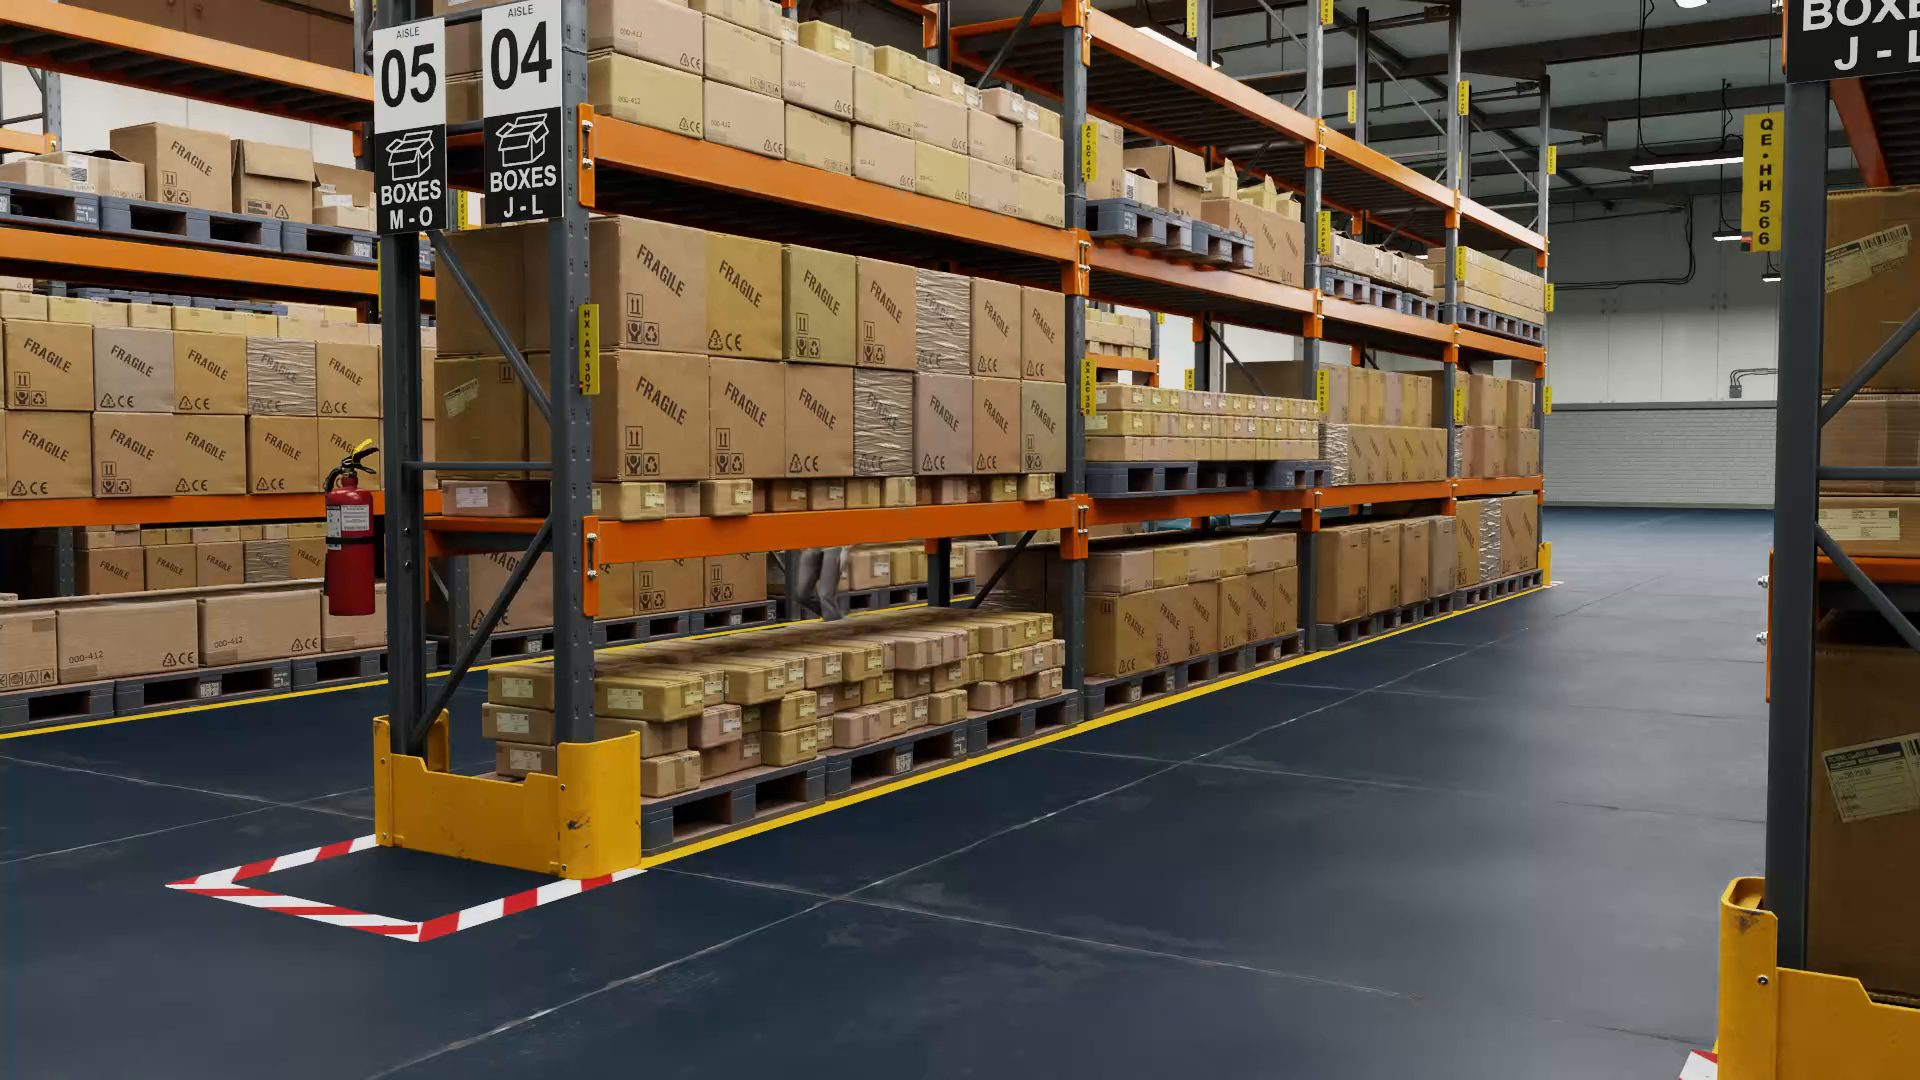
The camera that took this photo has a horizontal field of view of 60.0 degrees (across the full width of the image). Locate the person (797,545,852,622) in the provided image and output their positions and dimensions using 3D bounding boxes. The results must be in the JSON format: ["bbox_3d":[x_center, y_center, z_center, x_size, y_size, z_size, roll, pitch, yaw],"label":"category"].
[{"bbox_3d":[-0.984,0.043,12.548,0.488,1.679,0.553,2,4,37],"label":"person"}]
